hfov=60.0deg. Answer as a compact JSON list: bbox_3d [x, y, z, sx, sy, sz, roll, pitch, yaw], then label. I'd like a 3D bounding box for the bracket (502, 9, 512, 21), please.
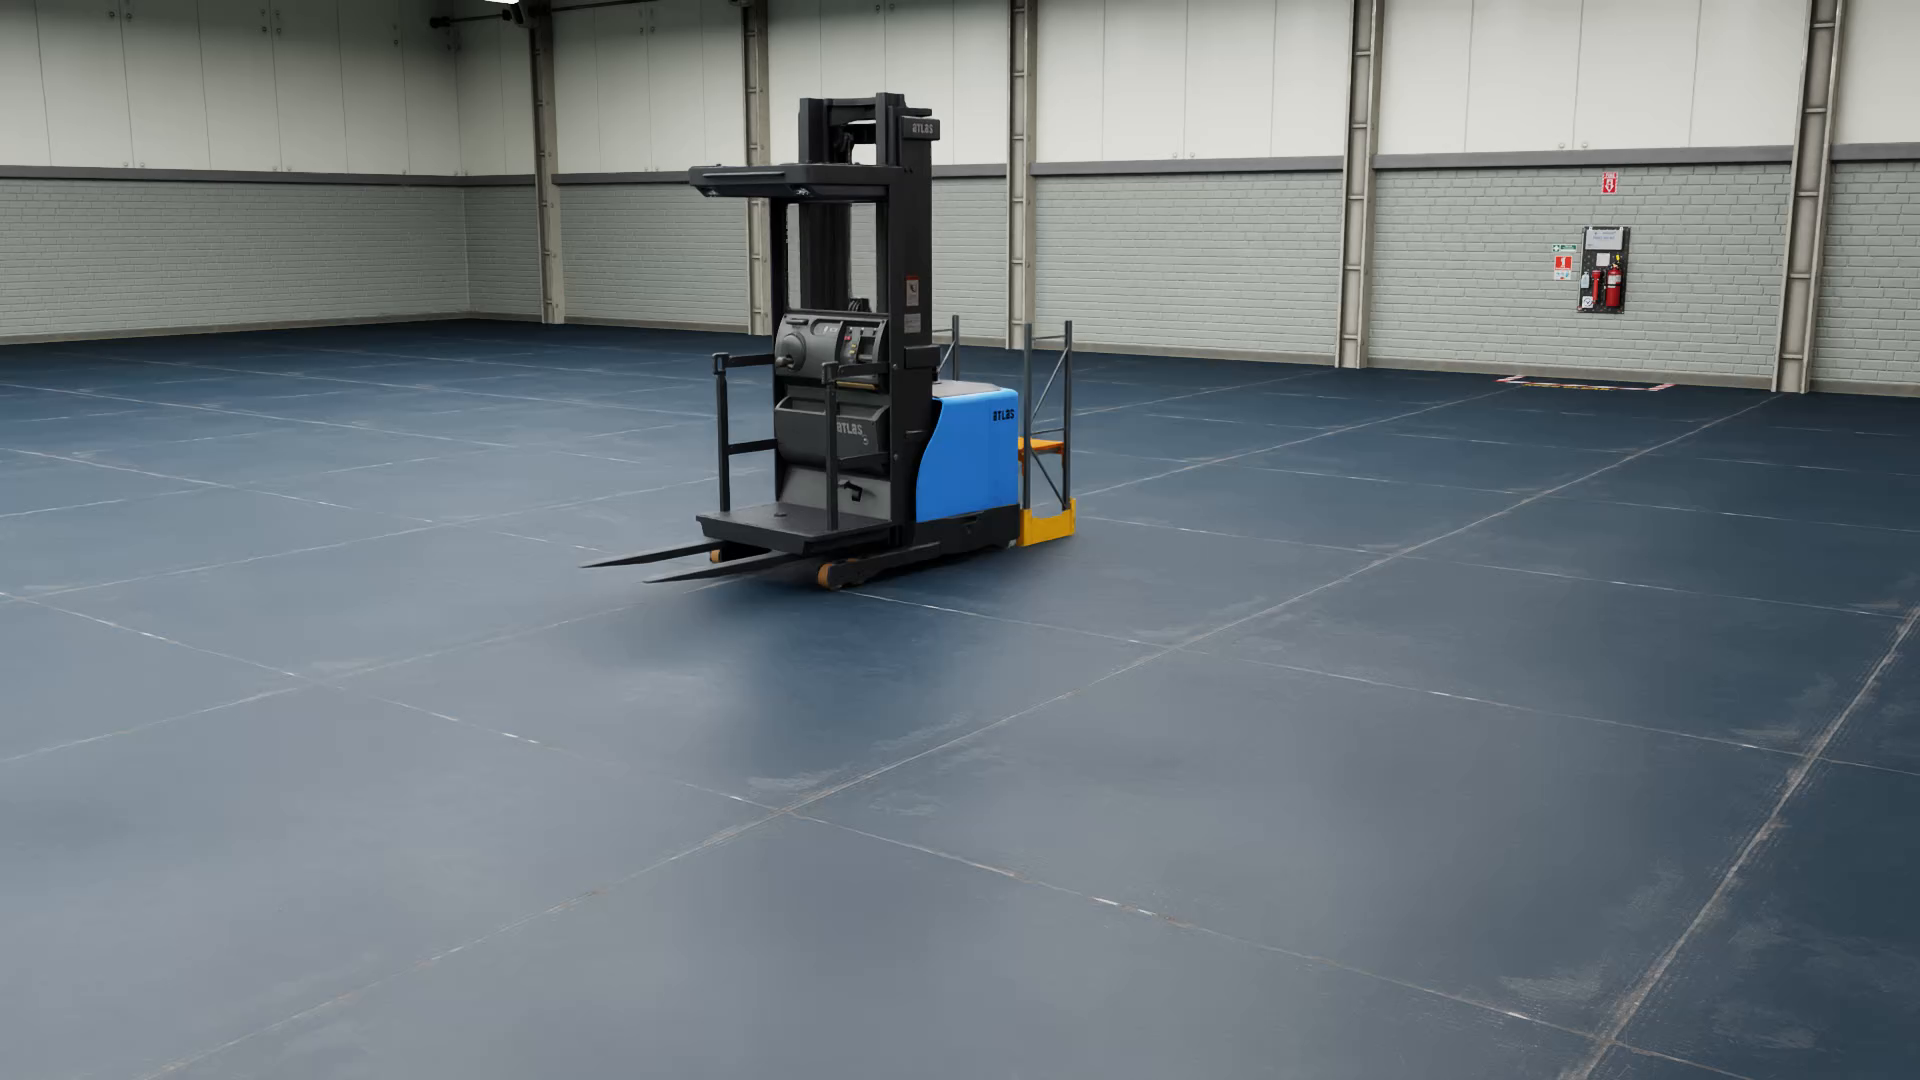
[{"bbox_3d":[-9.190,-10.792,34.144,0.430,0.232,0.235,8,13,36],"label":"bracket"}]

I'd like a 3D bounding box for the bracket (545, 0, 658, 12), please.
[{"bbox_3d":[-6.444,-10.409,32.164,4.783,0.066,0.076,8,13,36],"label":"bracket"}]

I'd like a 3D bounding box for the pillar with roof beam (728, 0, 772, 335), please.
[{"bbox_3d":[-6.357,-7.699,27.632,0.548,9.000,9.100,8,13,36],"label":"pillar with roof beam"}]

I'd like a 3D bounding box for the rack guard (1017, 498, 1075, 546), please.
[{"bbox_3d":[0.599,-0.129,11.539,0.087,0.250,0.587,9,14,39],"label":"rack guard"}]

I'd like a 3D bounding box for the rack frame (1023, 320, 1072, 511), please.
[{"bbox_3d":[0.600,-0.743,11.420,0.032,1.500,0.500,9,14,39],"label":"rack frame"}]

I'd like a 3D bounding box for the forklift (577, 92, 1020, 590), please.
[{"bbox_3d":[-0.952,-1.245,10.247,1.130,2.935,3.031,10,15,41],"label":"forklift"}]

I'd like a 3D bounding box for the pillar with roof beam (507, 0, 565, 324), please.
[{"bbox_3d":[-11.193,-8.373,31.118,0.548,9.000,9.100,8,13,36],"label":"pillar with roof beam"}]

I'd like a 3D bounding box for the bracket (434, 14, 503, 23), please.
[{"bbox_3d":[-10.624,-10.992,35.178,3.189,0.066,0.076,8,13,36],"label":"bracket"}]

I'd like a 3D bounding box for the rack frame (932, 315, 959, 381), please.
[{"bbox_3d":[-0.179,-0.867,12.061,0.032,1.500,0.500,9,14,39],"label":"rack frame"}]

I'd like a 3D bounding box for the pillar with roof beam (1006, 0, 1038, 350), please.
[{"bbox_3d":[-1.521,-7.024,24.145,0.400,9.000,9.100,8,13,36],"label":"pillar with roof beam"}]

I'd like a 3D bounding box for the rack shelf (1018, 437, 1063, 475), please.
[{"bbox_3d":[0.211,-0.628,11.774,1.000,0.185,0.538,9,14,39],"label":"rack shelf"}]

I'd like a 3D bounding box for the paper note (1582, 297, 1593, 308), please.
[{"bbox_3d":[8.628,-3.270,22.855,0.142,0.148,0.016,8,13,36],"label":"paper note"}]

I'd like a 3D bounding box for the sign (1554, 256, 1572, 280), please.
[{"bbox_3d":[8.345,-3.768,23.014,0.234,0.329,0.001,8,13,36],"label":"sign"}]

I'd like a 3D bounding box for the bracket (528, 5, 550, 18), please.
[{"bbox_3d":[-8.521,-10.698,33.661,0.430,0.232,0.235,8,13,36],"label":"bracket"}]

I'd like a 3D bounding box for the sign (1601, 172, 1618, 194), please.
[{"bbox_3d":[8.782,-4.826,22.477,0.199,0.298,0.001,8,13,36],"label":"sign"}]

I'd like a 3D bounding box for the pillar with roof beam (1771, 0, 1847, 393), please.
[{"bbox_3d":[8.151,-5.675,17.171,0.400,9.000,9.100,8,13,36],"label":"pillar with roof beam"}]

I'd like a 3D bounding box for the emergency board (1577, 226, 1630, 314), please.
[{"bbox_3d":[8.730,-3.672,22.614,0.643,1.169,0.194,8,13,36],"label":"emergency board"}]

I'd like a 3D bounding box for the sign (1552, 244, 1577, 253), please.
[{"bbox_3d":[8.344,-4.026,22.954,0.331,0.109,0.001,8,13,36],"label":"sign"}]

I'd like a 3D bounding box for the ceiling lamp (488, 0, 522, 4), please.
[{"bbox_3d":[-8.467,-10.704,27.800,0.800,3.185,2.000,8,13,36],"label":"ceiling lamp"}]

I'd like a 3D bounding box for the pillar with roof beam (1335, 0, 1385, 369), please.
[{"bbox_3d":[3.315,-6.349,20.658,0.400,9.000,9.100,8,13,36],"label":"pillar with roof beam"}]

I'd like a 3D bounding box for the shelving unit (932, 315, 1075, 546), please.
[{"bbox_3d":[0.218,-0.804,11.734,1.083,1.500,0.587,9,14,39],"label":"shelving unit"}]

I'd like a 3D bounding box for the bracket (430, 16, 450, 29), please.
[{"bbox_3d":[-11.100,-11.058,35.521,0.430,0.232,0.235,8,13,36],"label":"bracket"}]
